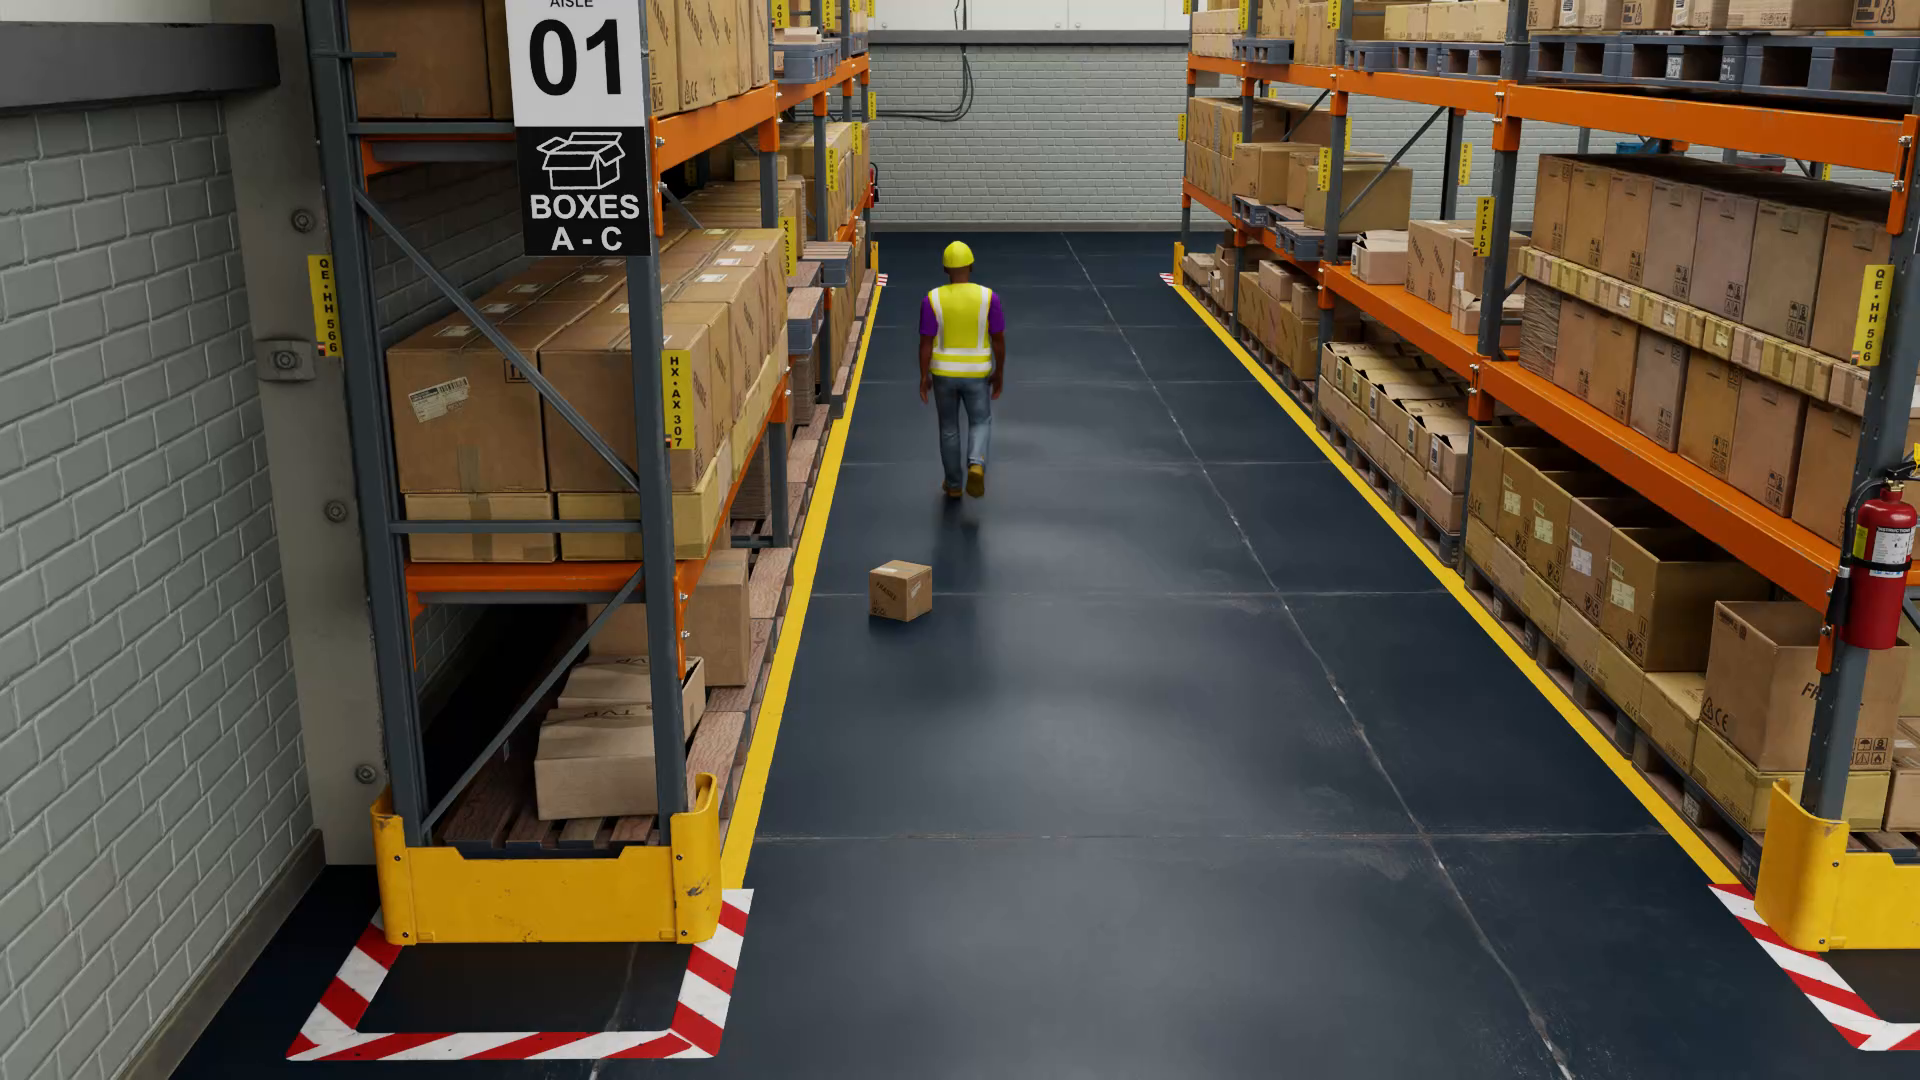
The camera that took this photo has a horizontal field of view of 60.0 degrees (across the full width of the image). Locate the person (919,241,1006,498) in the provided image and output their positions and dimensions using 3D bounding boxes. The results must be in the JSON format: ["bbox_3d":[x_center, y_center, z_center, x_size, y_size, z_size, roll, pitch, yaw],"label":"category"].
[{"bbox_3d":[0.016,-1.108,11.083,0.575,1.749,0.734,0,17,-1],"label":"person"}]
